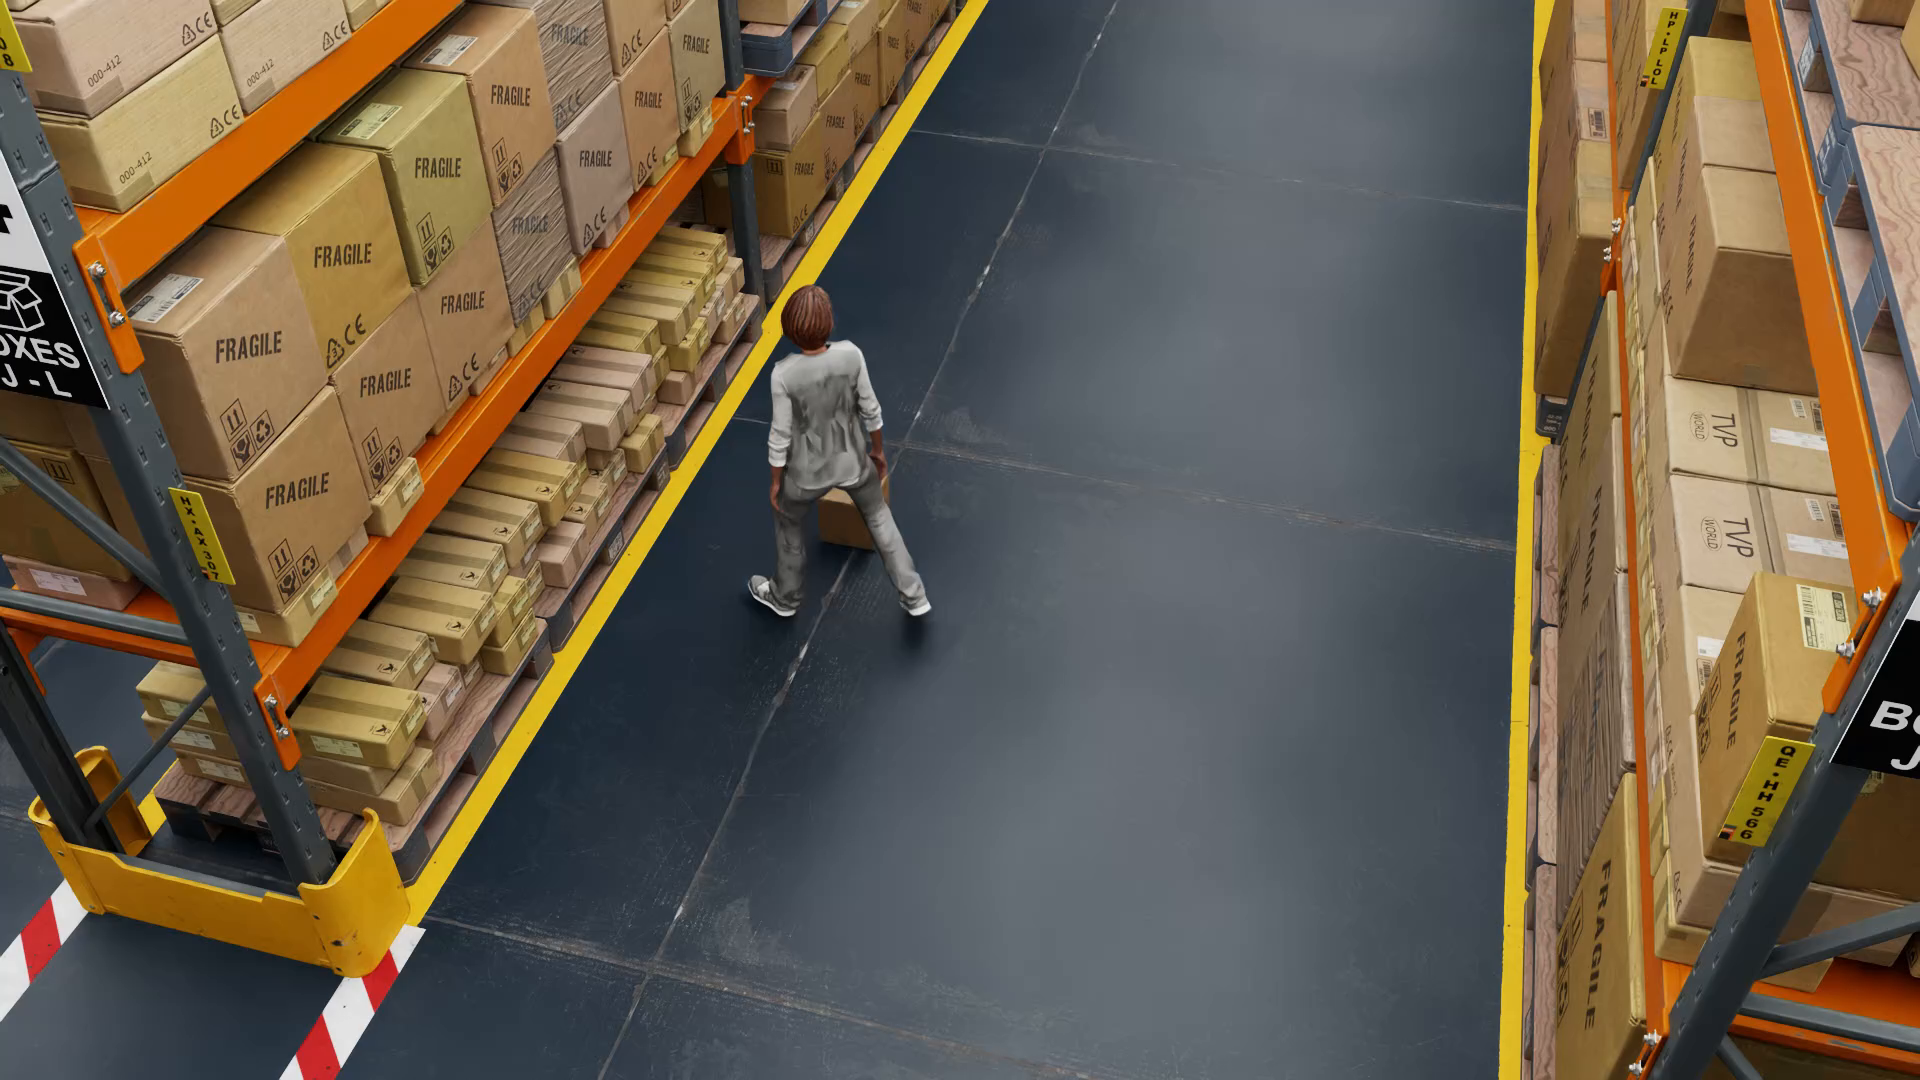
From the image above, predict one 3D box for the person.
[{"bbox_3d":[-0.499,-0.283,6.493,0.625,1.562,0.629,-17,44,-19],"label":"person"}]
